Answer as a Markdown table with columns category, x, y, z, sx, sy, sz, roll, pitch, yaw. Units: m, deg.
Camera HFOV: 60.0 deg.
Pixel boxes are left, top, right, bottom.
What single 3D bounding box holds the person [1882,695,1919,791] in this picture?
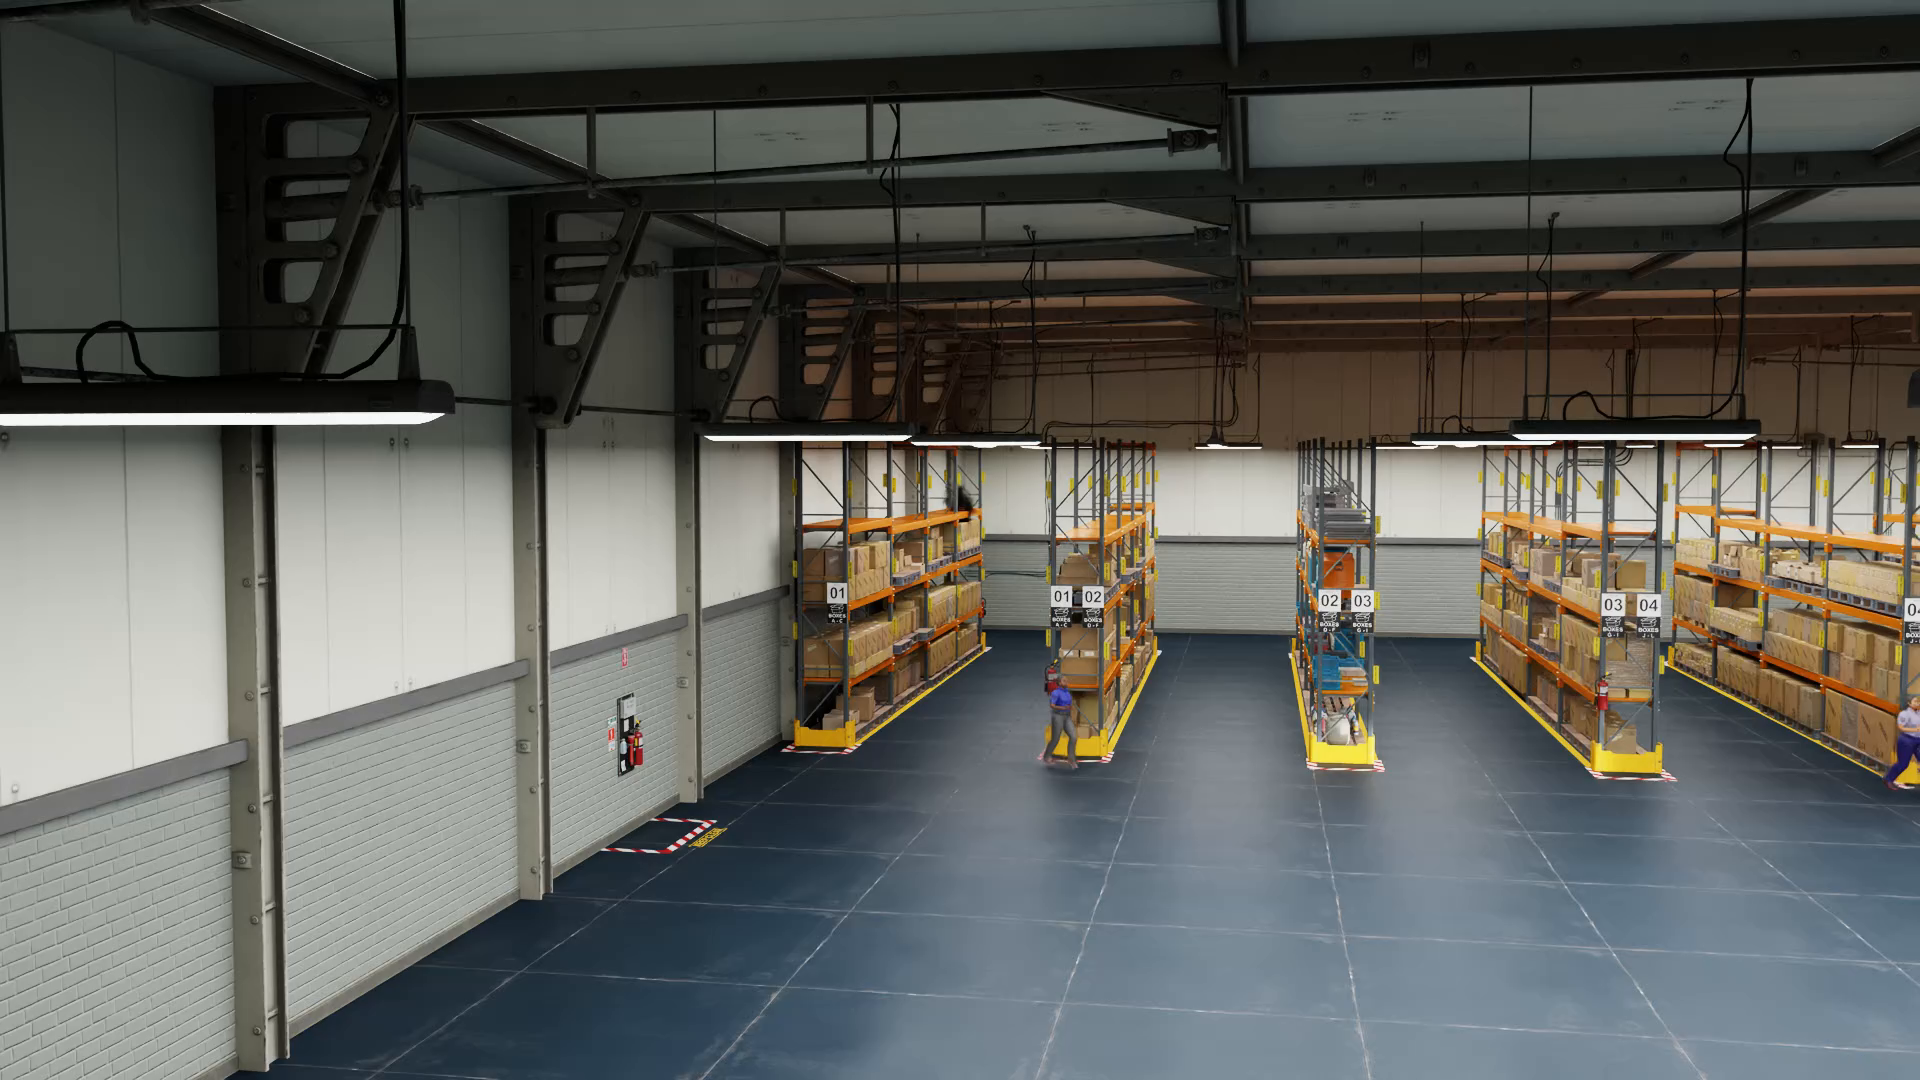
| category | x | y | z | sx | sy | sz | roll | pitch | yaw |
| --- | --- | --- | --- | --- | --- | --- | --- | --- | --- |
| person | 15.831 | 3.438 | 27.729 | 0.607 | 1.712 | 0.785 | -1 | 3 | -20 |

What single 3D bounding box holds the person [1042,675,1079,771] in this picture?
| category | x | y | z | sx | sy | sz | roll | pitch | yaw |
| --- | --- | --- | --- | --- | --- | --- | --- | --- | --- |
| person | 1.854 | 3.302 | 30.102 | 0.582 | 1.690 | 0.708 | -3 | 4 | -43 |

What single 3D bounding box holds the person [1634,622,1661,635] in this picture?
| category | x | y | z | sx | sy | sz | roll | pitch | yaw |
| --- | --- | --- | --- | --- | --- | --- | --- | --- | --- |
| person | 17.316 | 2.591 | 41.979 | 0.720 | 1.670 | 0.759 | 1 | 3 | 15 |
